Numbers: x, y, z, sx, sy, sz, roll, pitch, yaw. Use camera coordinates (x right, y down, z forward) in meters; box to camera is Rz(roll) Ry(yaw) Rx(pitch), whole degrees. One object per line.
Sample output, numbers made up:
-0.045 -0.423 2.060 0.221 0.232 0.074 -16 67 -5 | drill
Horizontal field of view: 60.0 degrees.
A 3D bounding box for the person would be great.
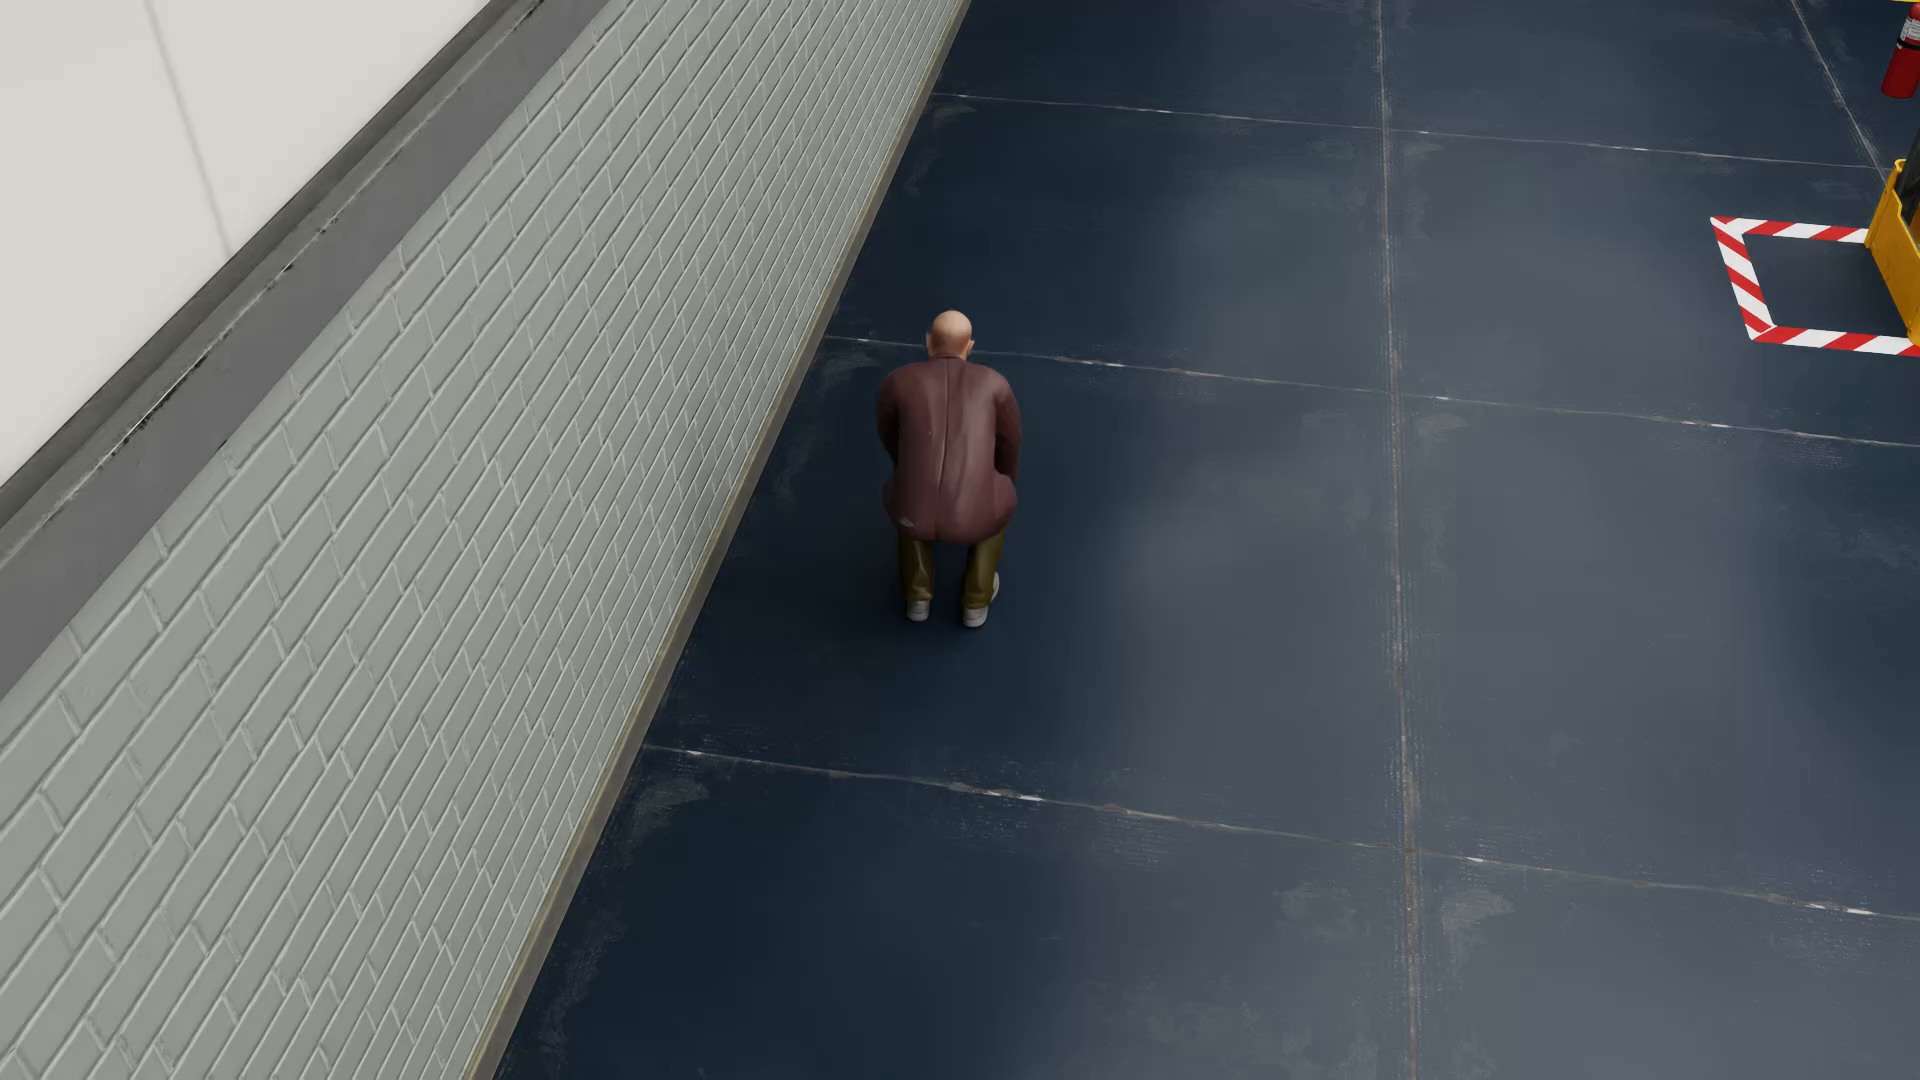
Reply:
-0.063 -0.257 6.914 0.630 1.215 0.808 6 40 8 | person
